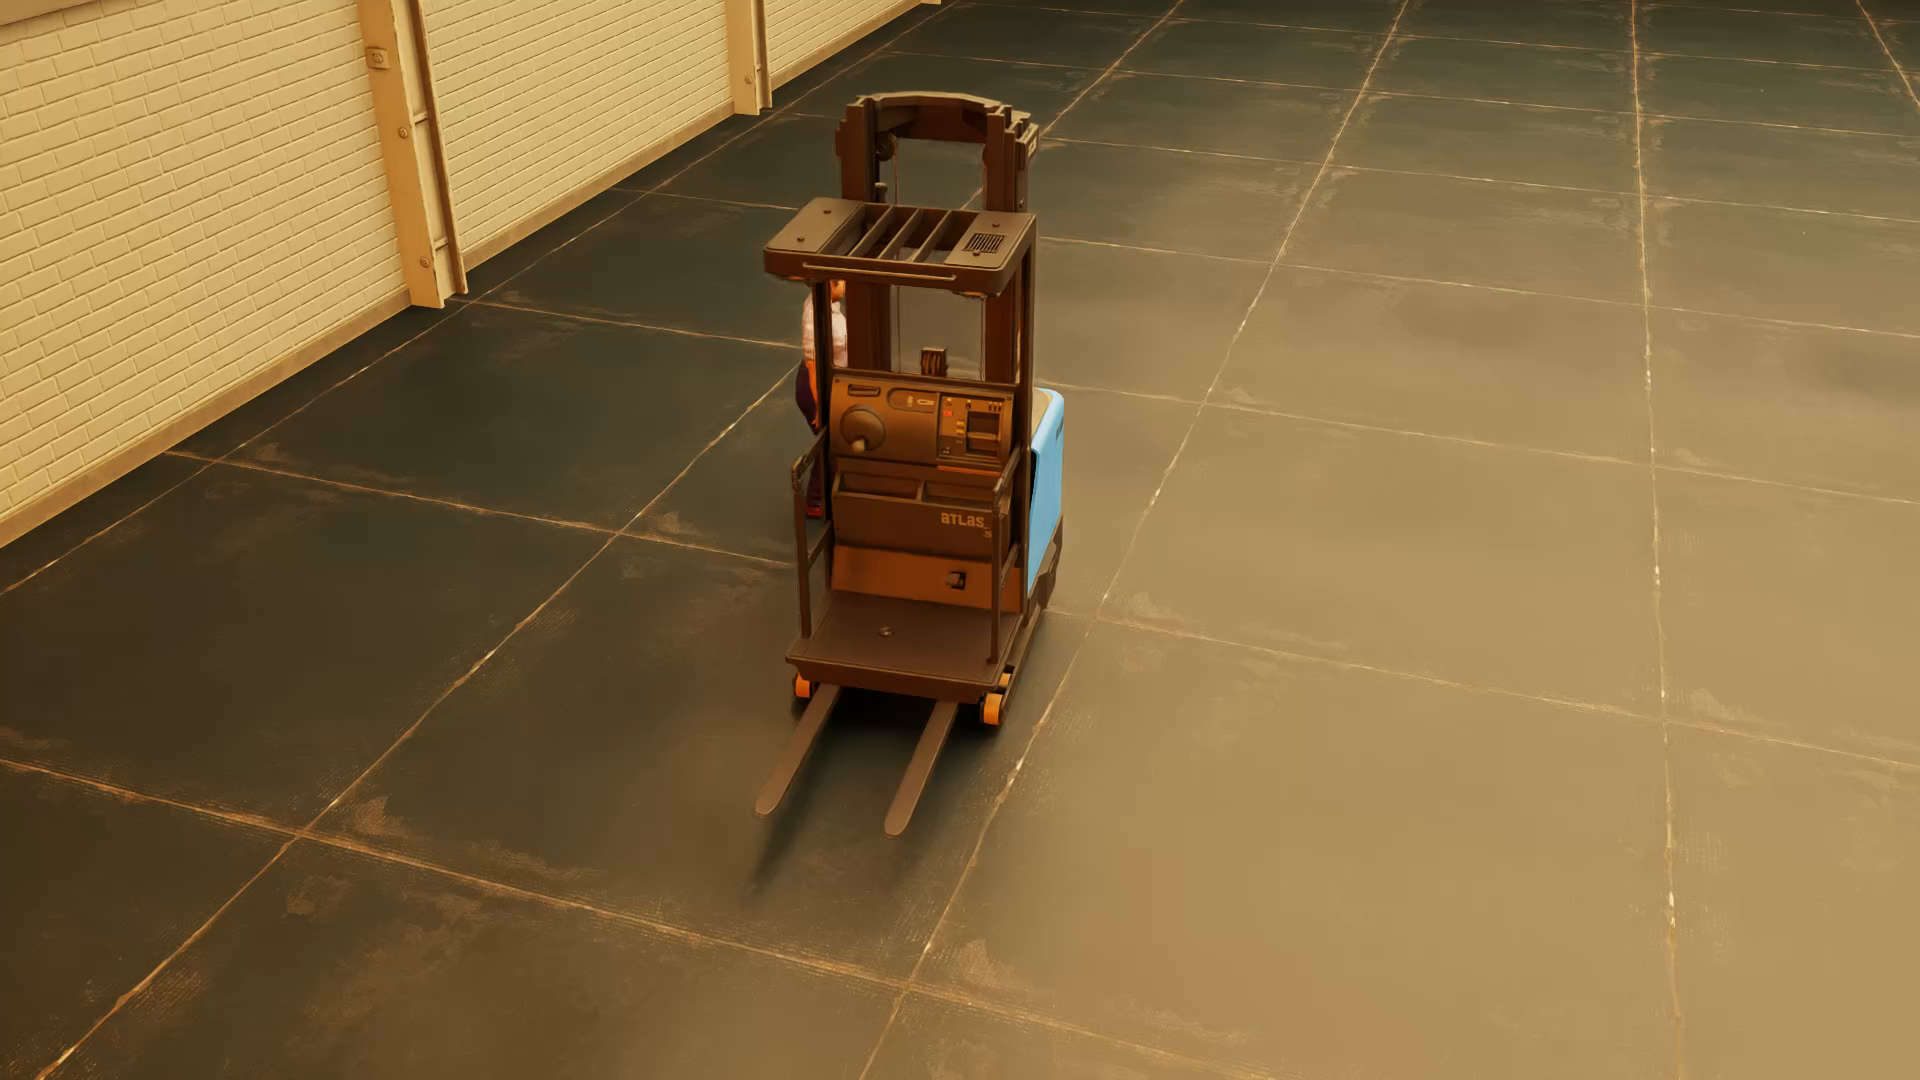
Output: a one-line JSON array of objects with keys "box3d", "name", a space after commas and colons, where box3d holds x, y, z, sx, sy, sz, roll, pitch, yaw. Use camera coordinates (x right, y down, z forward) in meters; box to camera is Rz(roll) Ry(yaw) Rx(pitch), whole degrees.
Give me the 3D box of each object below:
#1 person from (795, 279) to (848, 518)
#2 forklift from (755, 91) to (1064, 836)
[{"box3d": [-0.803, -0.937, 10.102, 0.396, 1.628, 0.726, -2, 30, -4], "name": "person"}, {"box3d": [-0.242, -0.540, 8.084, 1.130, 2.935, 3.031, 7, 30, 12], "name": "forklift"}]
